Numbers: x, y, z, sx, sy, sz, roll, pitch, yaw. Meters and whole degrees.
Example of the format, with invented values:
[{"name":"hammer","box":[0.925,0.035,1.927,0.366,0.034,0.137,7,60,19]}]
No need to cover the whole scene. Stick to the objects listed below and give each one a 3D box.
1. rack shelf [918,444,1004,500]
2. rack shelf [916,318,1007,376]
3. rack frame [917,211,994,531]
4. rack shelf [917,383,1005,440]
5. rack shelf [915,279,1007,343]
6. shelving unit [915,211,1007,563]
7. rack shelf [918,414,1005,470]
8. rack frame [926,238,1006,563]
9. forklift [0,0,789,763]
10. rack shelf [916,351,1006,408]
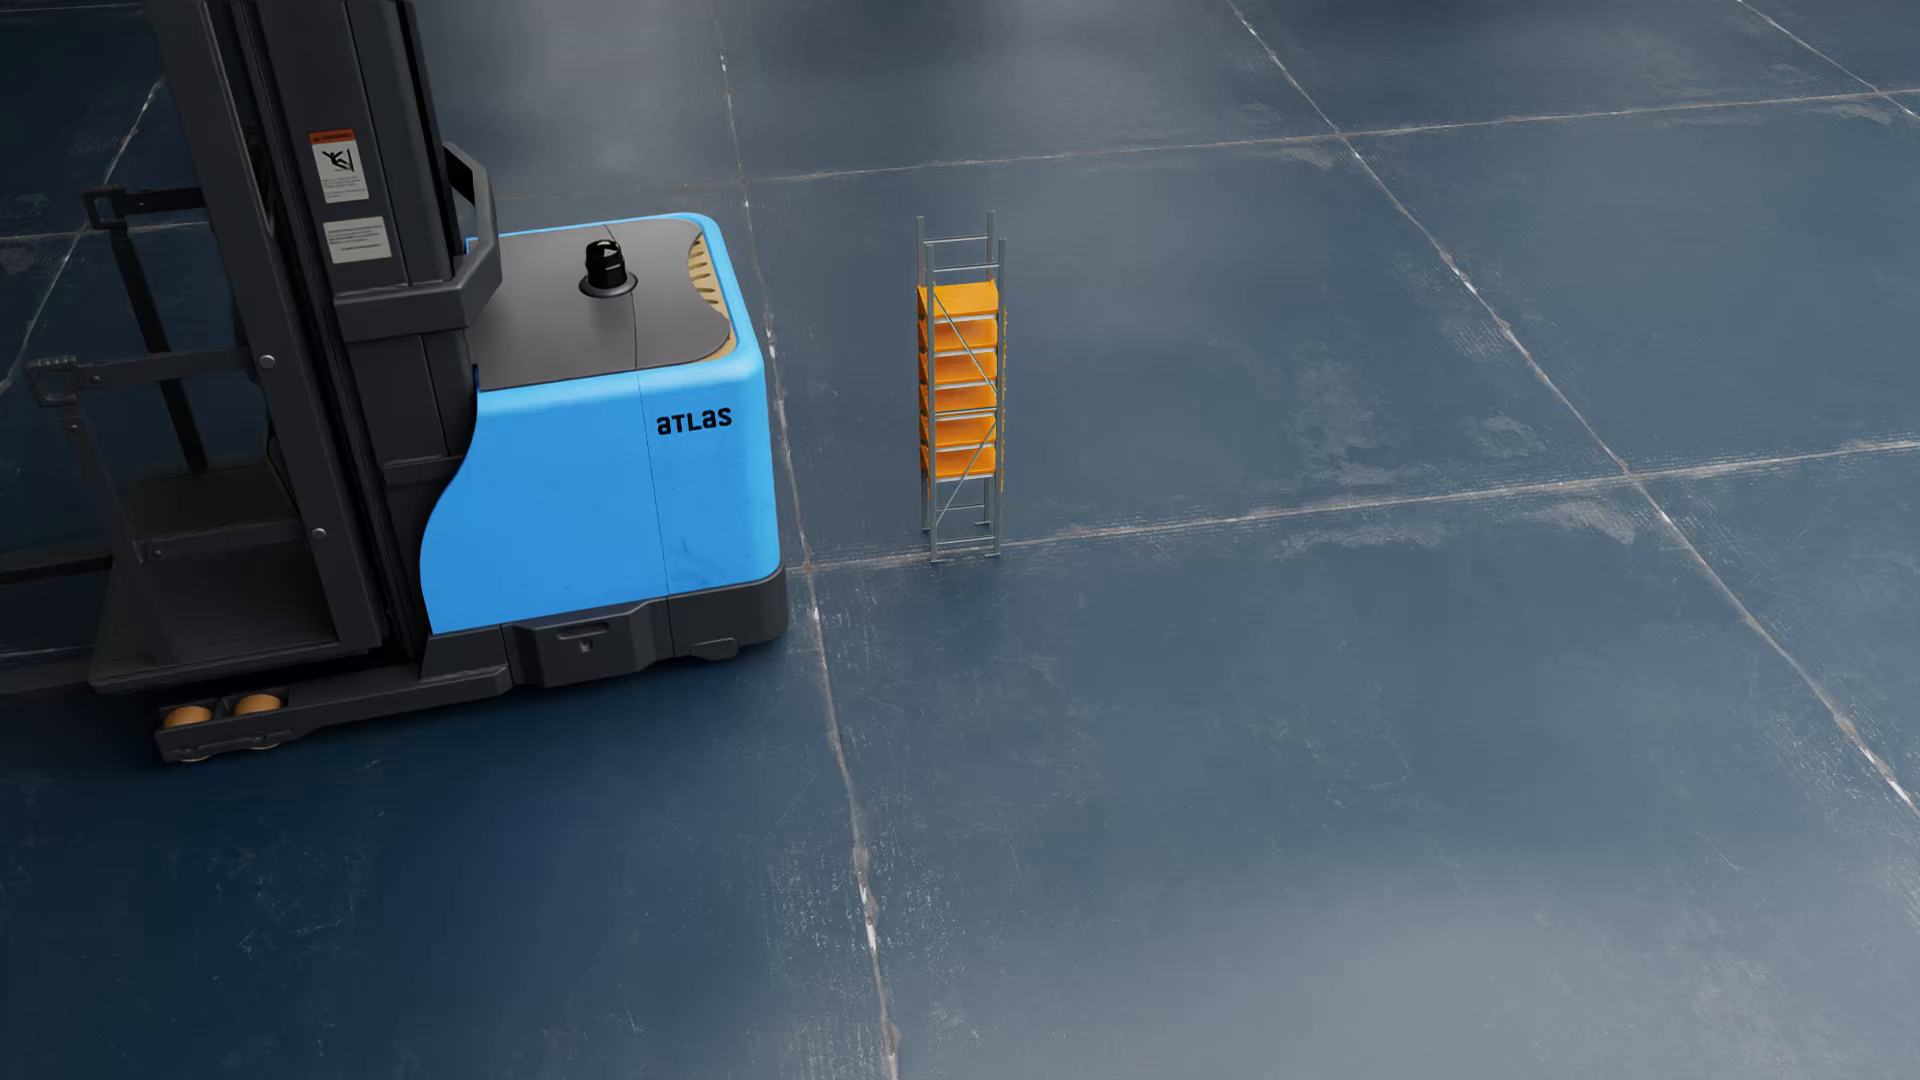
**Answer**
[{"name":"rack shelf","box":[0.003,-0.240,5.545,0.258,0.103,0.180,-6,38,-8]},{"name":"rack shelf","box":[0.003,-0.620,5.251,0.258,0.103,0.180,-6,38,-8]},{"name":"rack frame","box":[-0.013,-0.520,5.442,0.240,1.200,0.006,-6,38,-8]},{"name":"rack shelf","box":[0.003,-0.430,5.398,0.258,0.103,0.180,-6,38,-8]},{"name":"rack shelf","box":[0.003,-0.714,5.177,0.258,0.103,0.180,-6,38,-8]},{"name":"shelving unit","box":[0.003,-0.465,5.371,0.258,1.200,0.189,-6,38,-8]},{"name":"rack shelf","box":[0.003,-0.335,5.472,0.258,0.103,0.180,-6,38,-8]},{"name":"rack frame","box":[0.019,-0.410,5.300,0.240,1.200,0.006,-6,38,-8]},{"name":"forklift","box":[-2.119,-0.864,4.473,3.031,2.935,1.130,-9,39,-12]},{"name":"rack shelf","box":[0.003,-0.525,5.324,0.258,0.103,0.180,-6,38,-8]}]
